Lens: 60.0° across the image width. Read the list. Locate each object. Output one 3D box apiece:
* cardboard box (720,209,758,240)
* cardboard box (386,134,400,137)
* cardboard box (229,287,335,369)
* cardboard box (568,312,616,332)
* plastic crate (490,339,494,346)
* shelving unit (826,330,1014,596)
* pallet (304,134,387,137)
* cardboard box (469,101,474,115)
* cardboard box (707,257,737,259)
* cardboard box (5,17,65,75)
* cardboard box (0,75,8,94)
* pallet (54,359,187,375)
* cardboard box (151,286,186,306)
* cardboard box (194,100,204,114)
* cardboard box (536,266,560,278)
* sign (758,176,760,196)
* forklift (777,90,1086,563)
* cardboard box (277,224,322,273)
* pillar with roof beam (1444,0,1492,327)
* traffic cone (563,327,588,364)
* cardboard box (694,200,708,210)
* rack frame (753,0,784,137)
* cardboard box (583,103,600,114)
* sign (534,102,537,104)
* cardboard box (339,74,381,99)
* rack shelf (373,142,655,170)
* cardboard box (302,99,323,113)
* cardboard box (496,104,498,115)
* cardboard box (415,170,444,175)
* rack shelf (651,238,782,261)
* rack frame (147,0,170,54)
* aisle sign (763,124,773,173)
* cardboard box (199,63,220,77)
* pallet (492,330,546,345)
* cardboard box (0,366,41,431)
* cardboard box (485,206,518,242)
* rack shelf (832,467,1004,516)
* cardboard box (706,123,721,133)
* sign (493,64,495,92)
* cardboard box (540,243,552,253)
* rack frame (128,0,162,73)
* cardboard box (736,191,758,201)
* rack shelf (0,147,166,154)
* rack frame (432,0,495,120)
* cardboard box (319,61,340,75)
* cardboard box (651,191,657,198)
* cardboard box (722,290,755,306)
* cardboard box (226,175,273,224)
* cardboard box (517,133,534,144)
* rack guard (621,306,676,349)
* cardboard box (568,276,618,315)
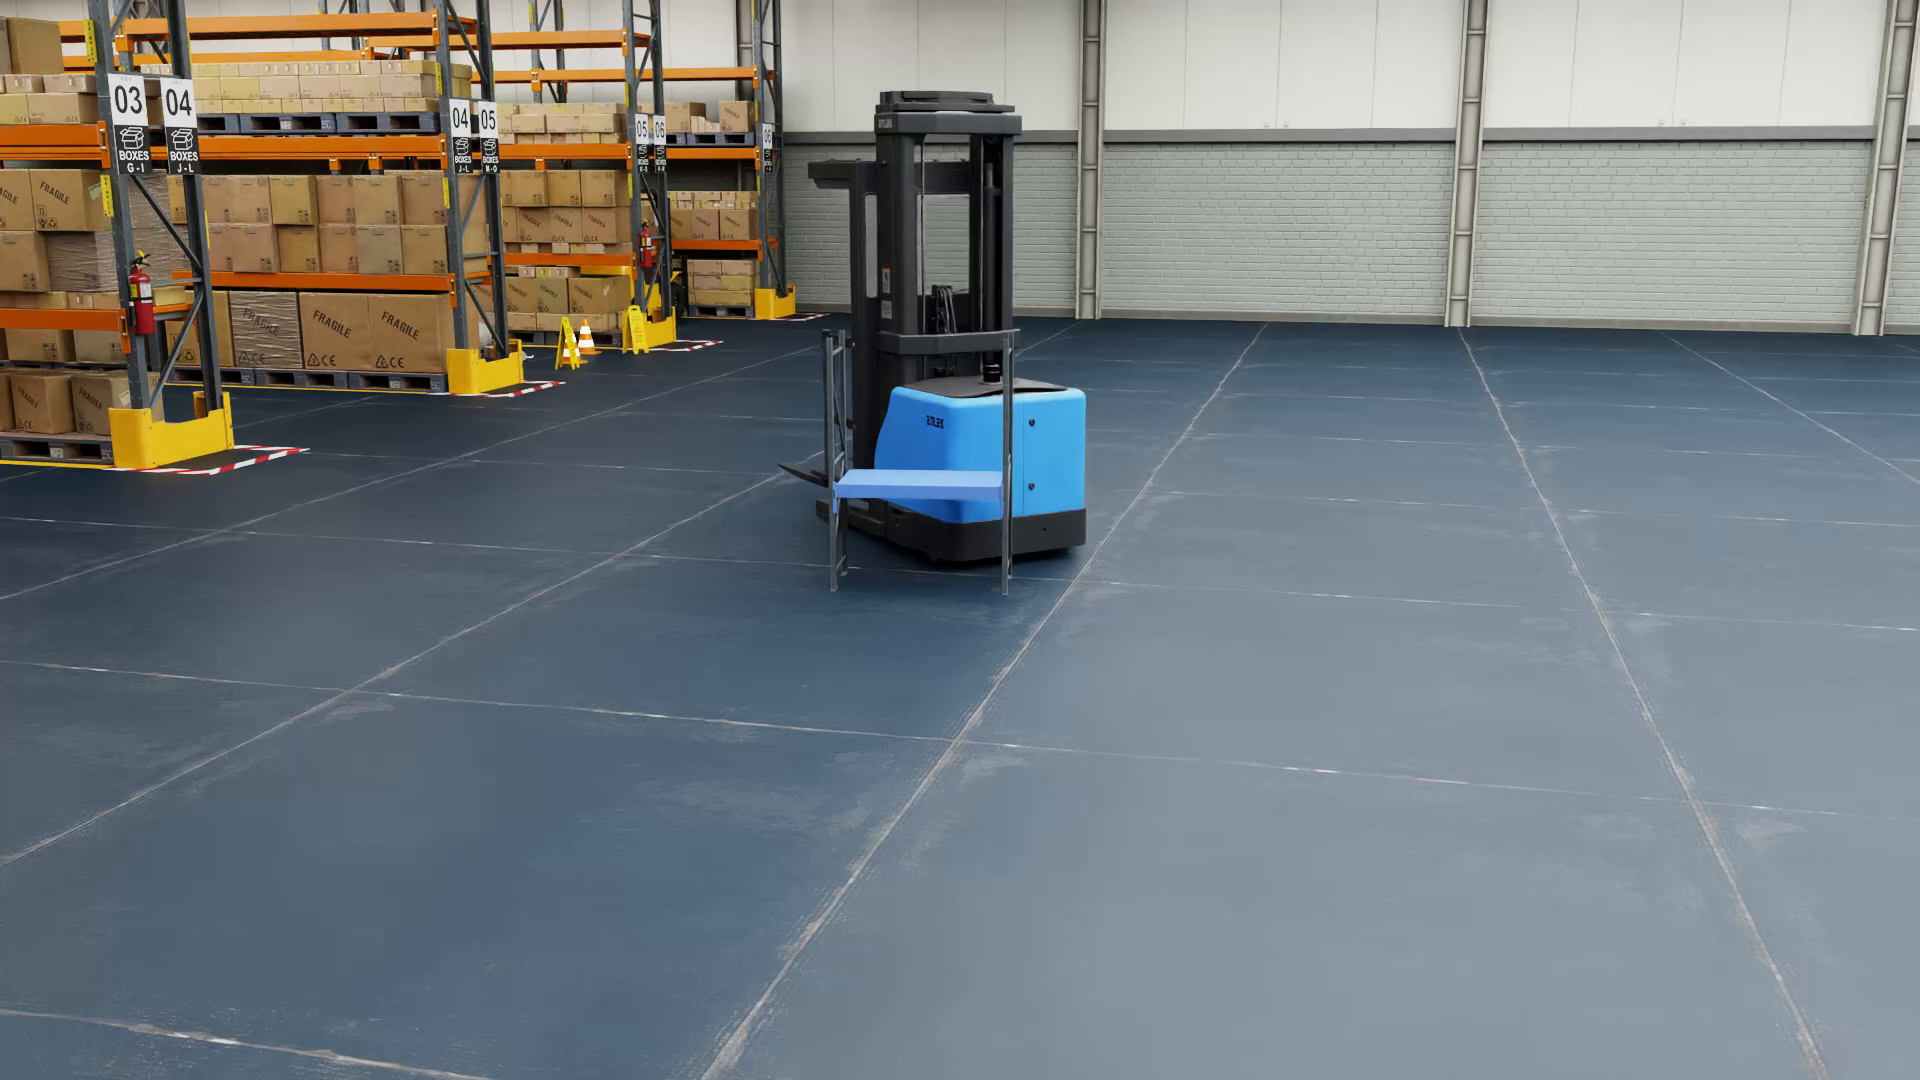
[{"bbox_3d":[-3.731,-5.329,28.095,0.500,0.500,0.500,3,13,12],"label":"cardboard box"},{"bbox_3d":[-8.013,-5.746,23.864,0.250,0.149,0.380,3,13,13],"label":"cardboard box"},{"bbox_3d":[-7.878,-2.501,19.519,0.875,0.875,0.875,3,13,14],"label":"cardboard box"},{"bbox_3d":[-5.249,-3.115,23.726,0.500,0.250,0.500,3,13,13],"label":"cardboard box"},{"bbox_3d":[-6.932,-2.794,23.642,0.583,0.080,0.402,-1,13,-6],"label":"plastic crate"},{"bbox_3d":[-0.224,-0.469,9.884,1.048,1.500,0.538,1,13,5],"label":"shelving unit"},{"bbox_3d":[-8.834,-5.900,24.411,1.003,0.211,1.213,3,13,14],"label":"pallet"},{"bbox_3d":[-5.720,-4.900,18.849,0.250,0.149,0.380,3,13,14],"label":"cardboard box"},{"bbox_3d":[-4.098,-4.750,28.789,0.500,0.250,0.500,3,13,14],"label":"cardboard box"},{"bbox_3d":[-8.127,-4.218,14.323,0.500,0.500,0.500,3,13,13],"label":"cardboard box"},{"bbox_3d":[-7.861,-3.754,13.727,0.250,0.149,0.380,3,13,14],"label":"cardboard box"},{"bbox_3d":[-10.115,-2.090,20.166,1.213,0.211,1.003,3,13,14],"label":"pallet"},{"bbox_3d":[-6.970,-2.124,14.461,0.250,0.149,0.380,3,13,14],"label":"cardboard box"},{"bbox_3d":[-8.582,-4.906,18.875,0.250,0.149,0.380,3,13,13],"label":"cardboard box"},{"bbox_3d":[-5.832,-3.816,23.660,0.250,0.149,0.380,3,13,14],"label":"cardboard box"},{"bbox_3d":[-3.334,-5.877,27.578,0.005,0.325,0.100,3,13,14],"label":"sign"},{"bbox_3d":[-0.362,-1.559,11.495,1.130,2.935,3.031,-7,14,-30],"label":"forklift"},{"bbox_3d":[-7.413,-3.401,19.289,0.500,0.550,0.875,3,13,14],"label":"cardboard box"},{"bbox_3d":[6.968,-6.936,21.720,0.400,9.000,9.100,3,13,14],"label":"pillar with roof beam"},{"bbox_3d":[-5.039,-2.527,21.555,0.334,0.463,0.336,3,13,14],"label":"traffic cone"},{"bbox_3d":[-4.325,-5.683,28.194,0.250,0.149,0.380,3,13,13],"label":"cardboard box"},{"bbox_3d":[-3.191,-8.238,27.590,0.127,3.000,1.000,3,13,14],"label":"rack frame"},{"bbox_3d":[-5.017,-5.974,23.046,0.250,0.149,0.380,3,13,15],"label":"cardboard box"},{"bbox_3d":[-7.195,-7.273,28.244,0.005,0.325,0.100,3,13,14],"label":"sign"},{"bbox_3d":[-6.492,-5.002,18.389,0.500,0.250,0.500,3,13,14],"label":"cardboard box"},{"bbox_3d":[-6.318,-5.483,23.755,4.000,0.370,1.077,3,13,14],"label":"rack shelf"},{"bbox_3d":[-7.102,-4.827,18.519,0.250,0.149,0.380,3,13,14],"label":"cardboard box"},{"bbox_3d":[-6.503,-6.056,23.418,0.250,0.149,0.380,3,13,15],"label":"cardboard box"},{"bbox_3d":[-7.394,-5.056,23.870,0.500,0.500,0.700,3,13,14],"label":"cardboard box"},{"bbox_3d":[-5.132,-5.062,28.786,4.000,0.370,1.077,3,13,14],"label":"rack shelf"},{"bbox_3d":[-12.143,-7.609,24.756,0.127,3.000,1.000,3,13,14],"label":"rack frame"},{"bbox_3d":[-3.197,-6.514,27.665,0.004,0.787,0.394,3,13,14],"label":"aisle sign"},{"bbox_3d":[-8.335,-5.282,18.730,0.250,0.149,0.380,3,13,13],"label":"cardboard box"},{"bbox_3d":[-6.411,-3.022,24.365,1.213,0.211,1.003,3,13,14],"label":"pallet"},{"bbox_3d":[-8.545,-1.263,14.800,0.500,0.500,0.500,4,13,19],"label":"cardboard box"},{"bbox_3d":[-6.427,-4.514,23.735,0.500,0.500,0.500,3,13,14],"label":"cardboard box"},{"bbox_3d":[-0.224,-0.293,9.923,1.000,0.185,0.538,1,13,5],"label":"rack shelf"},{"bbox_3d":[-4.068,-6.884,27.792,0.250,0.149,0.380,3,13,12],"label":"cardboard box"},{"bbox_3d":[-5.325,-5.266,18.916,0.005,0.325,0.100,3,13,14],"label":"sign"},{"bbox_3d":[-5.779,-4.175,23.705,0.250,0.149,0.380,3,13,14],"label":"cardboard box"},{"bbox_3d":[-14.841,-8.861,30.397,0.127,3.000,1.000,3,13,14],"label":"rack frame"},{"bbox_3d":[-3.589,-5.795,28.011,0.250,0.149,0.380,3,13,14],"label":"cardboard box"},{"bbox_3d":[-11.289,-4.644,19.975,4.000,0.370,1.077,3,13,14],"label":"rack shelf"},{"bbox_3d":[-5.464,-6.148,18.169,0.127,3.000,1.000,3,13,14],"label":"rack frame"},{"bbox_3d":[-6.857,-5.203,18.374,0.250,0.149,0.380,3,13,14],"label":"cardboard box"},{"bbox_3d":[-5.080,-5.873,28.364,0.250,0.149,0.380,3,13,14],"label":"cardboard box"},{"bbox_3d":[-3.723,-4.130,28.303,0.500,0.250,0.500,3,13,14],"label":"cardboard box"},{"bbox_3d":[-7.945,-3.940,19.228,0.550,0.550,0.875,3,13,14],"label":"cardboard box"},{"bbox_3d":[-6.026,-5.639,23.381,0.250,0.149,0.380,3,13,12],"label":"cardboard box"},{"bbox_3d":[-4.450,-3.049,23.823,0.348,0.500,1.175,3,13,14],"label":"rack guard"},{"bbox_3d":[-5.217,-3.481,23.646,0.500,0.500,0.500,3,13,14],"label":"cardboard box"}]
